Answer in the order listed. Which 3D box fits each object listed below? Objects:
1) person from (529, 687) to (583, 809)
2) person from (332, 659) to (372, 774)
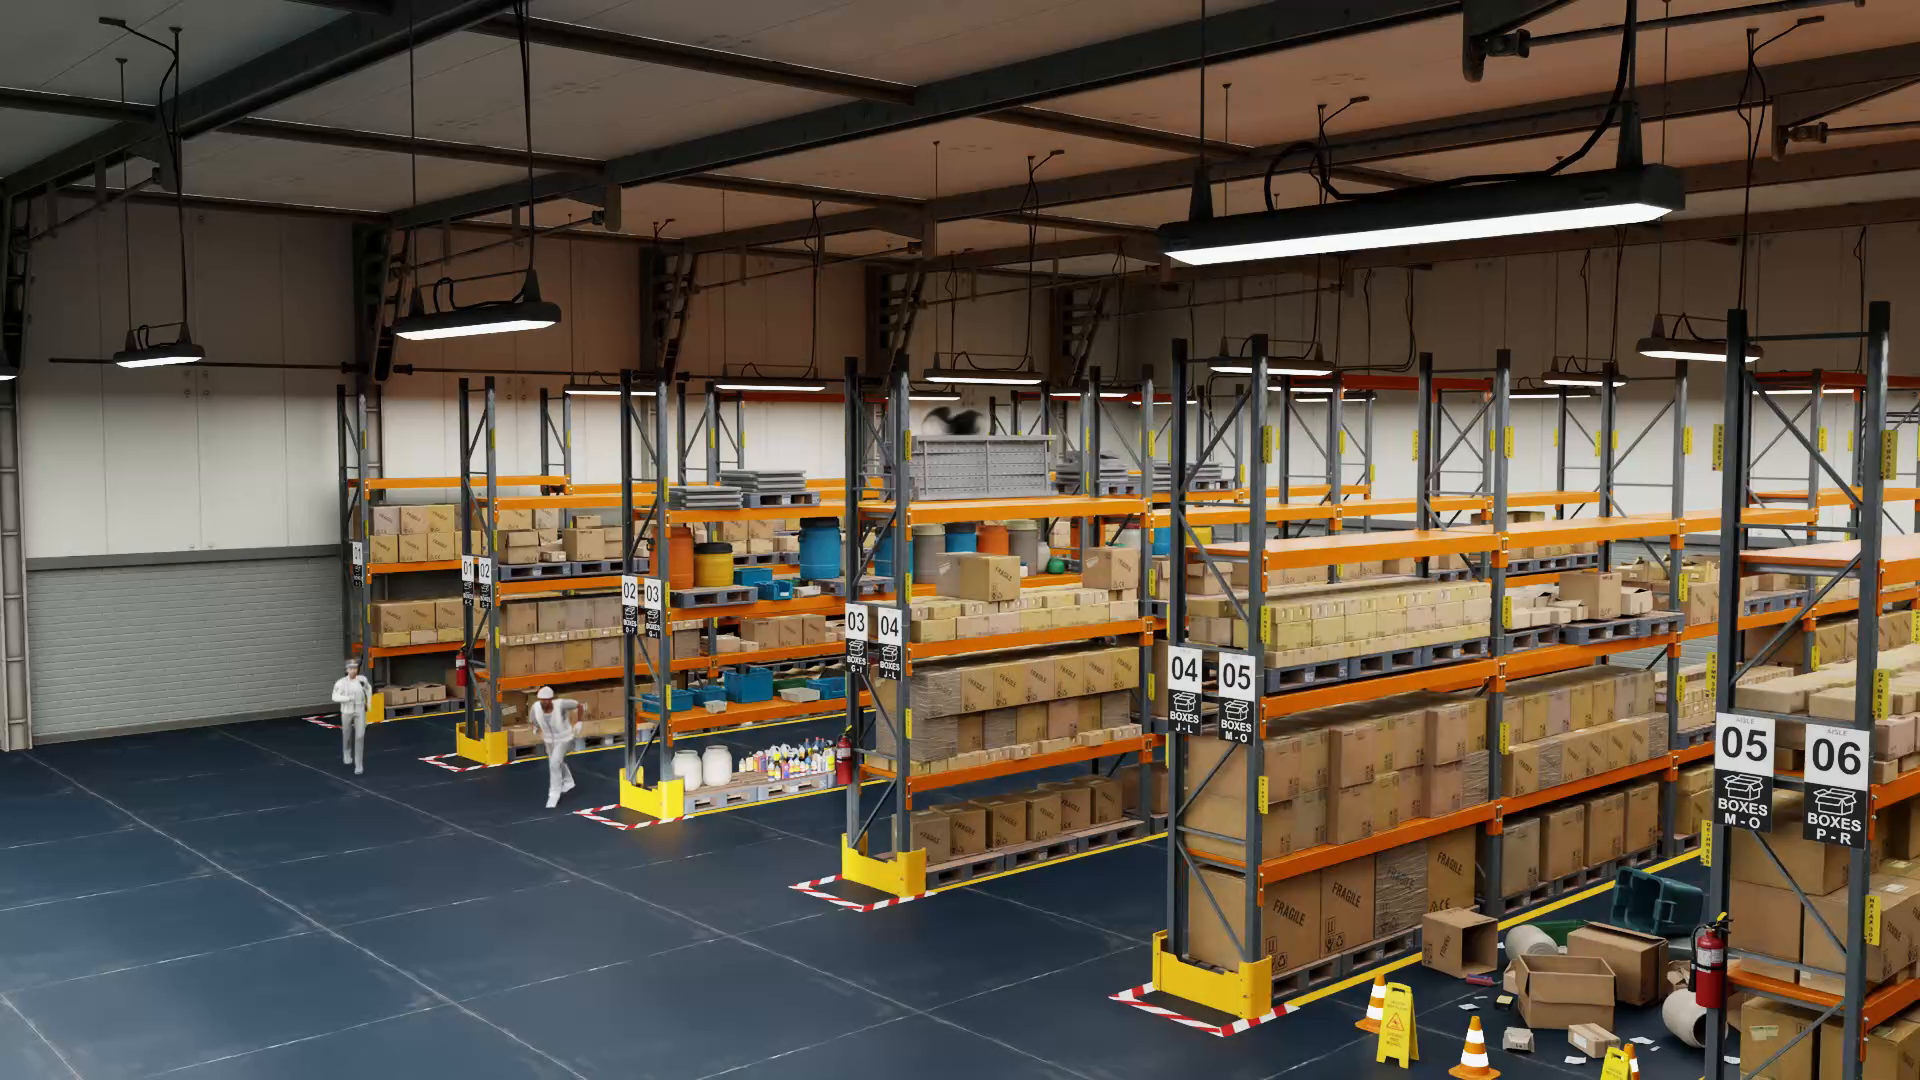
[{"bbox_3d":[-5.567,2.840,23.075,0.727,1.724,1.020,1,4,11],"label":"person"},{"bbox_3d":[-9.223,2.637,25.251,0.593,1.702,0.919,-2,4,-27],"label":"person"}]
